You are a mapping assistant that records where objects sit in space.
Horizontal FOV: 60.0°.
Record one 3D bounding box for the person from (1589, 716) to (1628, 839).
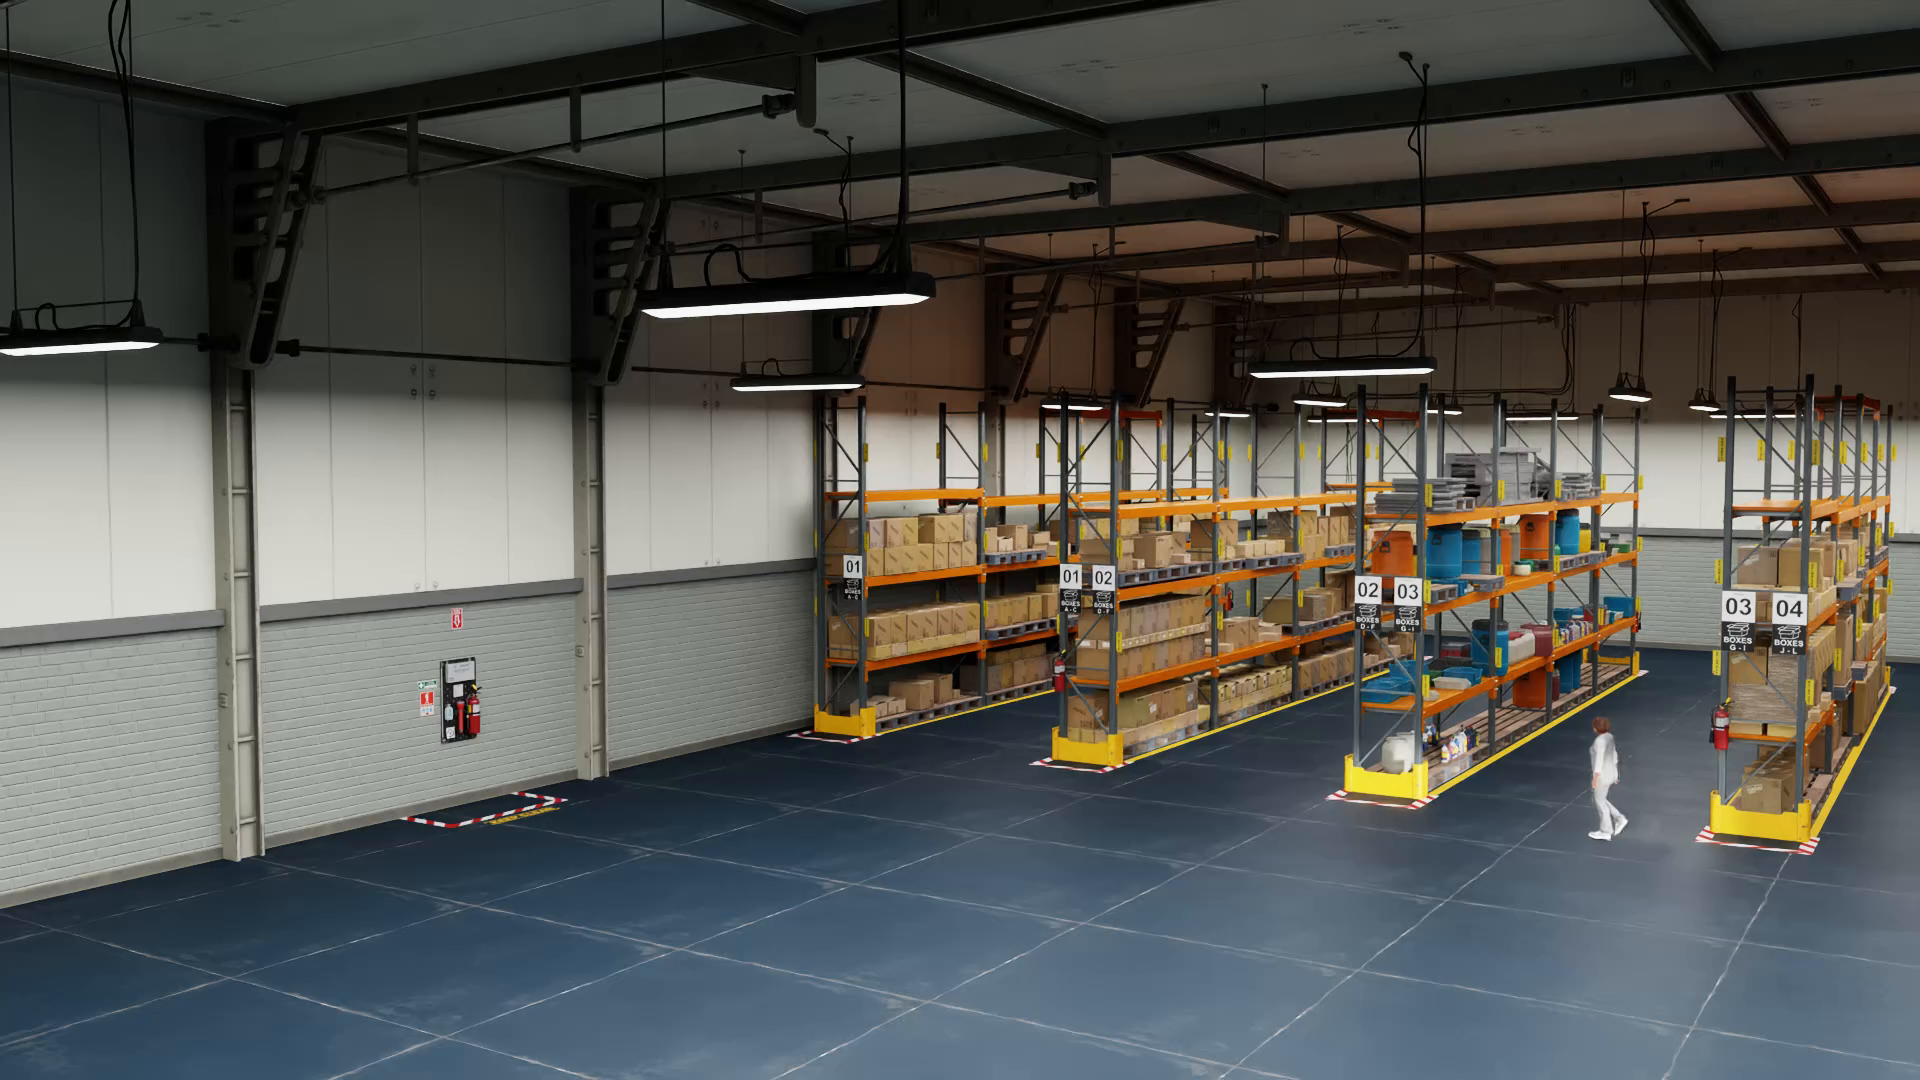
[{"bbox_3d":[8.356,3.064,21.439,0.463,1.586,0.424,2,4,38],"label":"person"}]
